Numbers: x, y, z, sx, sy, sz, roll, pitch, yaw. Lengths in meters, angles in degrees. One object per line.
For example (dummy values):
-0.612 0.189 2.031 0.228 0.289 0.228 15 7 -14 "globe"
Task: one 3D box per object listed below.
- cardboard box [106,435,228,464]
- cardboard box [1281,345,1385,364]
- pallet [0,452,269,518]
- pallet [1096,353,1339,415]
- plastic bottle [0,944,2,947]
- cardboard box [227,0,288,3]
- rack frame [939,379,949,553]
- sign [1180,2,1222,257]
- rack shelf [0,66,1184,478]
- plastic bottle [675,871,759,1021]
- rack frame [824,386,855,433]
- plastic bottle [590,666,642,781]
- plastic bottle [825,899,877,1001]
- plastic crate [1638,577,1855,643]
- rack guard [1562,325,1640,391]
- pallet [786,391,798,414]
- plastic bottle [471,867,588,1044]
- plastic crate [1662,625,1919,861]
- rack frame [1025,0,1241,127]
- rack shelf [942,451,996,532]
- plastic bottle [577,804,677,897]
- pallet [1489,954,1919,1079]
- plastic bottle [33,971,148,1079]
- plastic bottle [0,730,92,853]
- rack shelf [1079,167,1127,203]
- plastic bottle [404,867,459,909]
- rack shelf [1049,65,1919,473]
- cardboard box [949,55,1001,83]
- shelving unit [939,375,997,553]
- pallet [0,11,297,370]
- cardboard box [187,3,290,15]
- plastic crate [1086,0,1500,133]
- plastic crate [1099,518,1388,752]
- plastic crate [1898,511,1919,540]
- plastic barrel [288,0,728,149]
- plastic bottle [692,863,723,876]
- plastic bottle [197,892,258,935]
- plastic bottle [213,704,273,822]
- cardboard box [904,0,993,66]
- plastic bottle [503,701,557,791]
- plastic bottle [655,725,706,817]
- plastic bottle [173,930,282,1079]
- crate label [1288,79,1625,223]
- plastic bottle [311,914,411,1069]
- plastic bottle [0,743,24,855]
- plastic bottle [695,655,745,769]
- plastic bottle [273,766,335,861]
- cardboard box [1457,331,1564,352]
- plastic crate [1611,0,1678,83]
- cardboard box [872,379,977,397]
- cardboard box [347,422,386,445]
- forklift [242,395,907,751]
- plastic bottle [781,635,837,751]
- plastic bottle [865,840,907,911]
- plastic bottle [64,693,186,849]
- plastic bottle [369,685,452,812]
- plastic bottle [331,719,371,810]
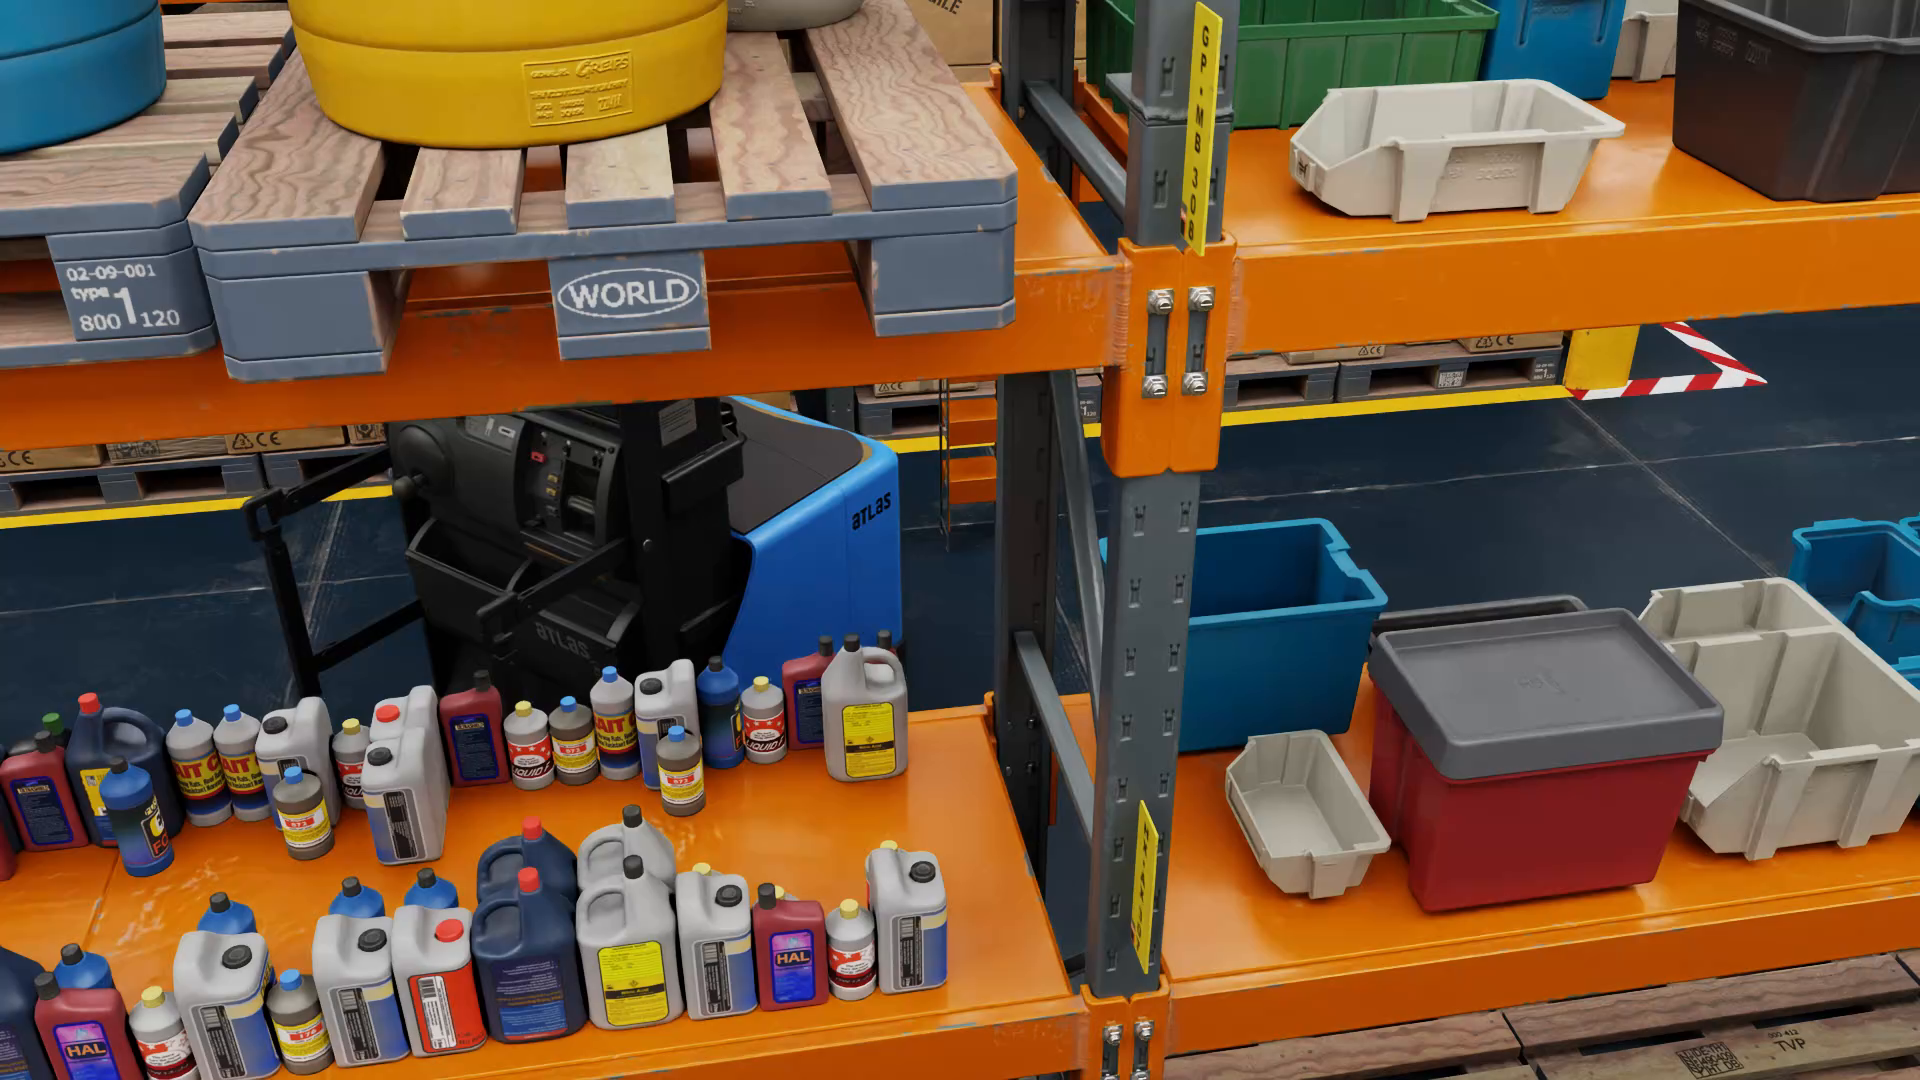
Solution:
-3.580 -0.701 7.515 0.500 0.500 0.500 -6 31 -11 "cardboard box"
1.846 -1.130 8.491 0.500 0.250 0.500 -5 31 -9 "cardboard box"
-3.852 -0.487 7.870 1.213 0.211 1.003 -5 31 -9 "pallet"
1.220 -0.978 8.705 1.213 0.211 1.003 -5 31 -9 "pallet"
-1.858 0.771 3.029 0.185 0.351 0.144 -5 31 -9 "plastic bottle"
-4.742 -3.365 11.720 0.750 0.750 0.750 -6 31 -10 "cardboard box"
-0.067 -0.446 6.973 0.008 1.050 0.200 -5 31 -9 "rack frame"
0.328 -0.557 2.270 0.005 0.325 0.100 -5 31 -9 "sign"
-1.737 -0.335 2.611 4.000 0.370 1.077 -5 31 -9 "rack shelf"
-0.458 0.749 3.139 0.135 0.276 0.152 -5 31 -9 "plastic bottle"
-0.658 -2.005 7.700 0.127 3.000 1.000 -5 31 -9 "rack frame"
-0.773 0.403 3.731 0.097 0.271 0.097 0 30 0 "plastic bottle"
-0.208 0.772 3.173 0.097 0.201 0.097 0 30 0 "plastic bottle"
1.889 0.244 4.076 0.466 0.136 0.293 -5 31 -9 "plastic crate"
3.202 -1.285 8.943 0.348 0.500 1.175 -5 31 -9 "rack guard"
-1.451 -0.709 8.248 1.213 0.211 1.003 -5 31 -9 "pallet"
-0.797 0.751 3.063 0.185 0.351 0.144 -5 31 -9 "plastic bottle"
1.766 0.443 3.595 0.530 0.282 0.437 -5 31 -9 "plastic crate"
0.230 -2.121 1.979 0.127 3.000 1.000 -5 31 -9 "rack frame"
0.053 -0.209 7.138 0.240 0.259 0.215 -5 31 -9 "rack shelf"
-0.641 0.662 3.214 0.185 0.351 0.144 -5 31 -9 "plastic bottle"
2.149 1.468 4.545 1.213 0.211 1.003 -5 31 -9 "pallet"
-1.534 0.870 2.927 0.133 0.283 0.061 -5 31 -9 "plastic bottle"
-1.935 0.528 3.508 0.133 0.283 0.061 -5 31 -9 "plastic bottle"
1.309 -1.877 8.193 4.000 0.370 1.077 -5 31 -9 "rack shelf"
-0.995 0.737 3.164 0.097 0.271 0.097 0 30 0 "plastic bottle"
2.198 -0.700 3.232 4.000 0.370 1.077 -5 31 -9 "rack shelf"
-0.108 -1.958 7.523 0.500 0.500 0.500 -5 31 -8 "cardboard box"
0.053 -0.457 6.992 0.252 1.050 0.215 -5 31 -9 "shelving unit"
-1.638 -0.521 2.404 1.213 0.211 1.003 -5 31 -9 "pallet"
-3.060 -1.966 7.121 0.500 0.500 0.700 0 30 0 "cardboard box"
0.593 -0.926 3.115 0.662 0.188 0.450 -5 31 -9 "plastic crate"
0.628 0.234 3.850 0.575 0.384 0.392 -5 31 -9 "plastic crate"
2.568 0.125 4.184 0.300 0.233 0.416 -5 31 -9 "plastic crate"
-0.631 -0.905 2.271 0.600 0.588 0.600 0 30 0 "plastic barrel"
-0.499 0.721 3.260 0.097 0.201 0.097 0 30 0 "plastic bottle"
-1.356 0.770 3.108 0.097 0.271 0.097 0 30 0 "plastic bottle"
-1.552 0.476 3.609 0.097 0.271 0.097 0 30 0 "plastic bottle"
-0.144 -2.382 7.256 0.500 0.500 0.500 -5 31 -8 "cardboard box"
-0.964 0.451 3.719 0.097 0.201 0.097 0 30 0 "plastic bottle"
-0.613 0.497 3.641 0.097 0.201 0.097 0 30 0 "plastic bottle"
-1.315 0.829 3.004 0.135 0.276 0.152 -5 31 -9 "plastic bottle"
0.764 -0.615 2.637 0.466 0.136 0.293 -5 31 -9 "crate label"
-1.087 0.808 3.040 0.135 0.276 0.152 -5 31 -9 "plastic bottle"
-2.095 0.504 3.482 0.185 0.351 0.144 -5 31 -9 "plastic bottle"
-0.544 0.382 3.767 0.097 0.271 0.097 0 30 0 "plastic bottle"
-1.392 0.569 3.518 0.097 0.201 0.097 0 30 0 "plastic bottle"
2.786 -1.310 8.550 0.500 0.500 0.500 -5 31 -9 "cardboard box"
1.413 -1.020 3.326 0.466 0.136 0.293 -5 31 -9 "plastic crate"
-0.206 -0.966 8.152 0.500 0.311 0.500 -5 31 -9 "cardboard box"
-2.573 -0.795 7.674 0.500 0.500 0.500 -6 31 -11 "cardboard box"
-1.452 -0.186 4.674 1.130 2.935 3.031 20 36 30 "forklift"
-0.338 0.349 3.813 0.133 0.283 0.061 -5 31 -9 "plastic bottle"
-0.140 0.688 3.317 0.097 0.201 0.097 0 30 0 "plastic bottle"
-1.782 0.475 3.532 0.185 0.351 0.144 -5 31 -9 "plastic bottle"
-1.204 0.456 3.638 0.135 0.276 0.152 -5 31 -9 "plastic bottle"
-1.323 0.485 3.662 0.097 0.201 0.097 0 30 0 "plastic bottle"
